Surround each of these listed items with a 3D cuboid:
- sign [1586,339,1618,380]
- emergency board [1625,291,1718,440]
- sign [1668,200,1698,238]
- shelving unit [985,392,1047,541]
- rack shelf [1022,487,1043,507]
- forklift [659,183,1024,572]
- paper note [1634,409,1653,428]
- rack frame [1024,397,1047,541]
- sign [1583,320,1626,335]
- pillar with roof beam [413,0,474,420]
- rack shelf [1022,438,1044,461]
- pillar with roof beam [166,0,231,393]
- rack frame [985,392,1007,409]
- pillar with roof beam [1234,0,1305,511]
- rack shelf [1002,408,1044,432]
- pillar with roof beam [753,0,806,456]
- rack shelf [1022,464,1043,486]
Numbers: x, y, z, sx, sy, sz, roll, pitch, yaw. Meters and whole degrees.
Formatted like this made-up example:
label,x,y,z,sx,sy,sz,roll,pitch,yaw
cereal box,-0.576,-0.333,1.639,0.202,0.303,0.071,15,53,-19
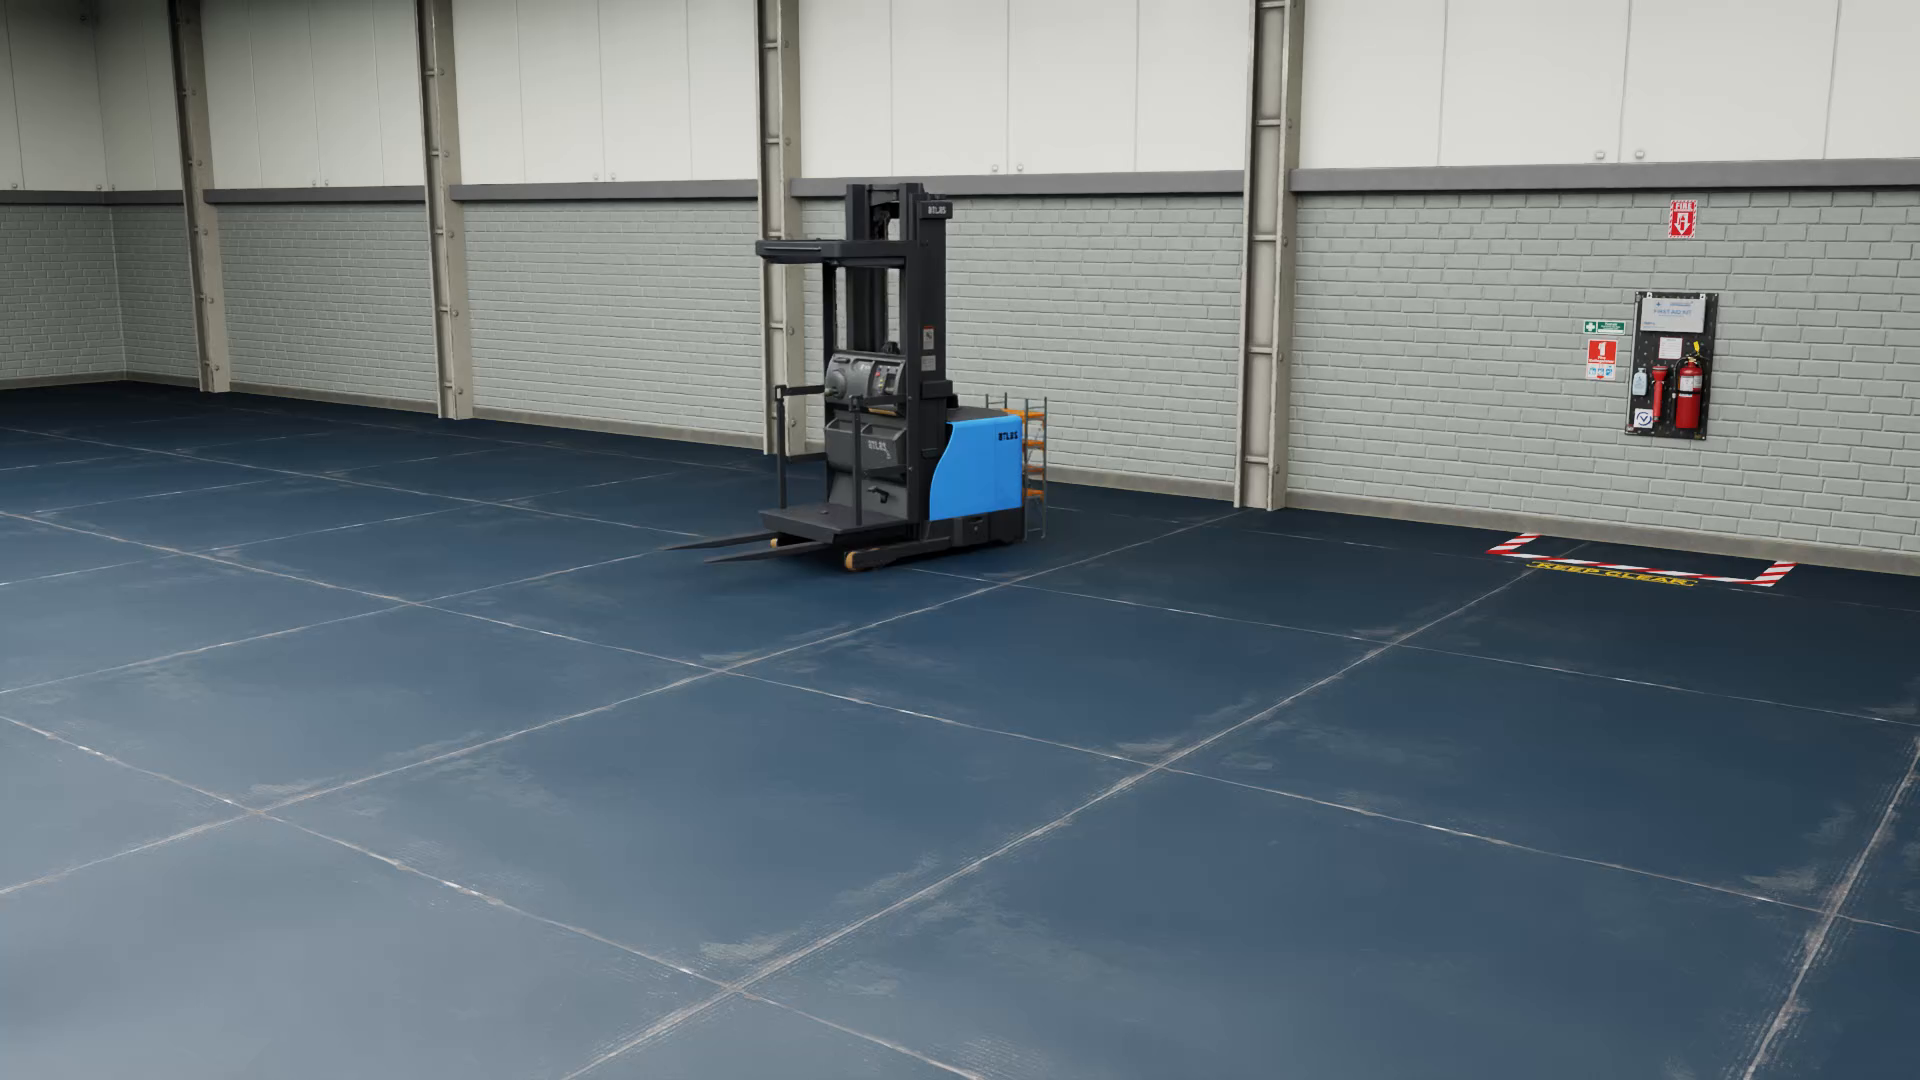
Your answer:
label,x,y,z,sx,sy,sz,roll,pitch,yaw
sign,5.305,-1.492,13.749,0.234,0.329,0.001,8,13,36
emergency board,5.690,-1.396,13.350,0.643,1.169,0.194,8,13,36
sign,5.742,-2.551,13.213,0.199,0.298,0.001,8,13,36
shelving unit,0.472,-0.631,14.131,0.258,1.200,0.503,-9,14,-40
rack shelf,0.472,-0.370,14.182,0.258,0.148,0.480,-9,14,-40
forklift,-0.911,-1.301,13.039,3.031,2.935,1.130,-9,14,-40
paper note,5.588,-0.994,13.591,0.142,0.148,0.016,8,13,36
rack frame,0.632,-0.596,13.951,0.240,1.200,0.015,-9,14,-40
sign,5.304,-1.750,13.689,0.331,0.109,0.001,8,13,36
pillar with roof beam,-9.397,-5.423,18.367,0.400,9.000,9.100,8,13,36
rack shelf,0.472,-0.784,14.101,0.258,0.148,0.480,-9,14,-40
pillar with roof beam,-14.233,-6.097,21.854,0.400,9.000,9.100,8,13,36
rack frame,0.311,-0.666,14.311,0.240,1.200,0.015,-9,14,-40
pillar with roof beam,0.275,-4.073,11.394,0.400,9.000,9.100,8,13,36
rack shelf,0.472,-1.017,14.057,0.258,0.148,0.480,-9,14,-40
pillar with roof beam,-4.561,-4.748,14.880,0.400,9.000,9.100,8,13,36
rack shelf,0.472,-0.565,14.144,0.258,0.148,0.480,-9,14,-40
